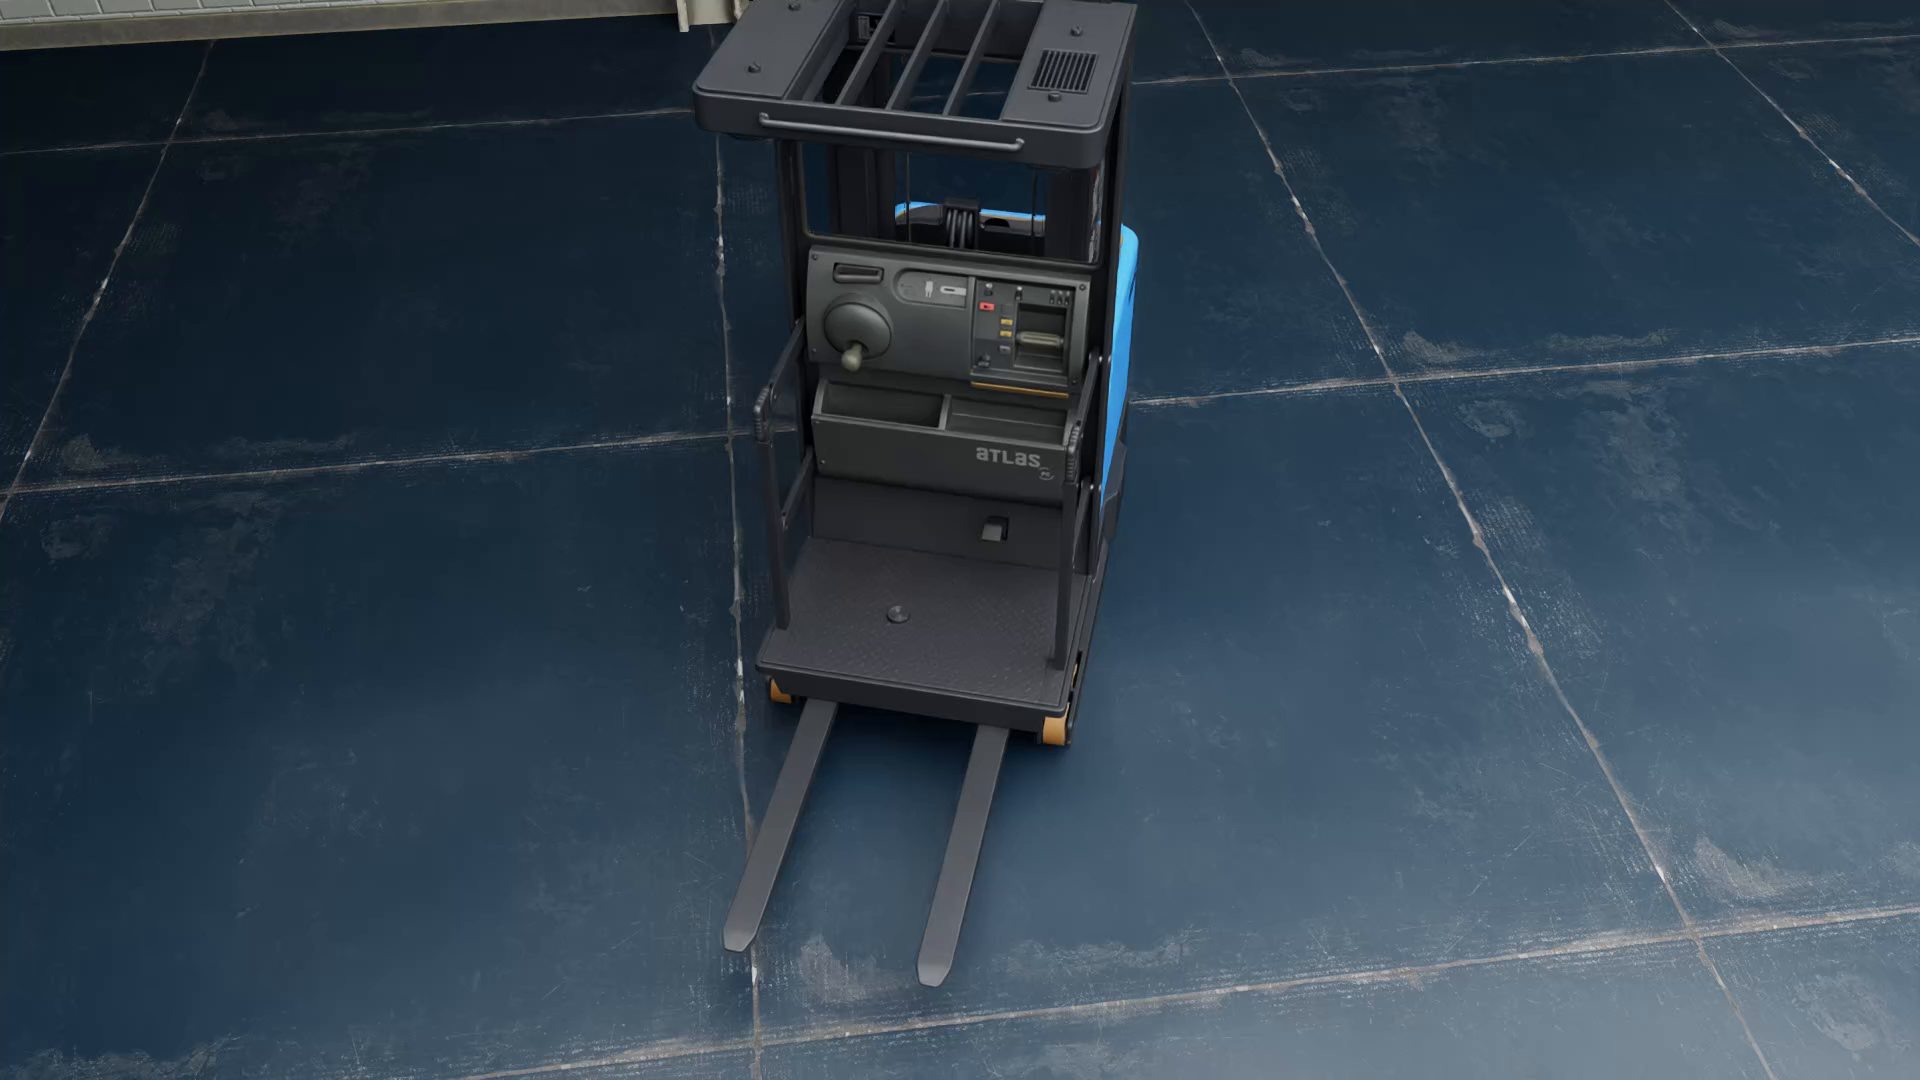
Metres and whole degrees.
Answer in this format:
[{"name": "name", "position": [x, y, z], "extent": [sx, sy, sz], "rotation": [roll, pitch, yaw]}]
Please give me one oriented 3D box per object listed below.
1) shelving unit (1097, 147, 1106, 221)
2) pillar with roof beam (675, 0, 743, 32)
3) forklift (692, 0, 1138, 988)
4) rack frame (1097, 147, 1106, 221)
[{"name": "shelving unit", "position": [0.087, -1.321, 7.090], "extent": [1.048, 1.500, 0.538], "rotation": [7, 42, 7]}, {"name": "pillar with roof beam", "position": [-0.988, -3.721, 4.157], "extent": [0.400, 9.000, 9.100], "rotation": [-5, 42, -6]}, {"name": "forklift", "position": [-0.087, -0.631, 5.261], "extent": [1.130, 2.935, 3.031], "rotation": [8, 43, 9]}, {"name": "rack frame", "position": [0.588, -1.263, 7.026], "extent": [0.032, 1.500, 0.500], "rotation": [7, 42, 7]}]
